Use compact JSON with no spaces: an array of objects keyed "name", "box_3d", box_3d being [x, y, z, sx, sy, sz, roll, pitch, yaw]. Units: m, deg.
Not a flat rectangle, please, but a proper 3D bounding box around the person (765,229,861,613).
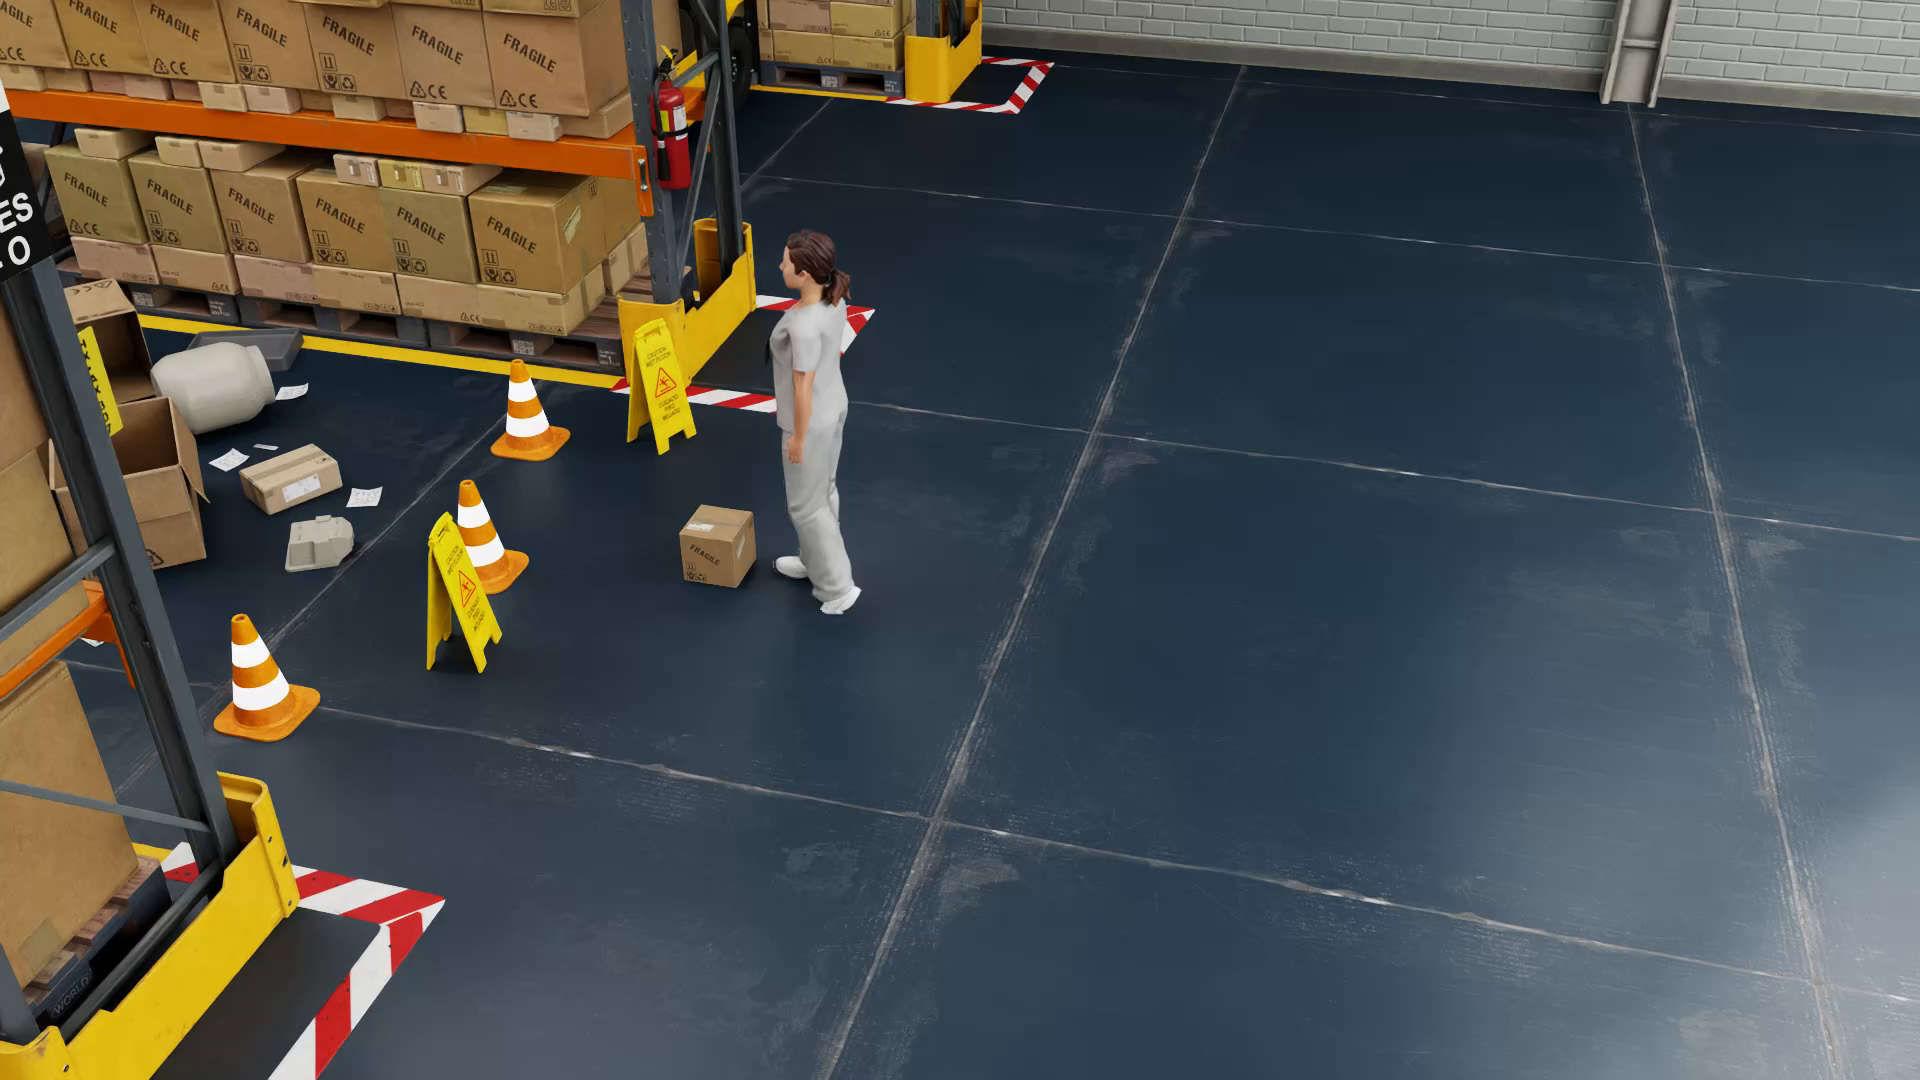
[{"name":"person","box_3d":[-0.618,-0.467,6.937,0.467,1.750,0.446,8,34,13]}]
